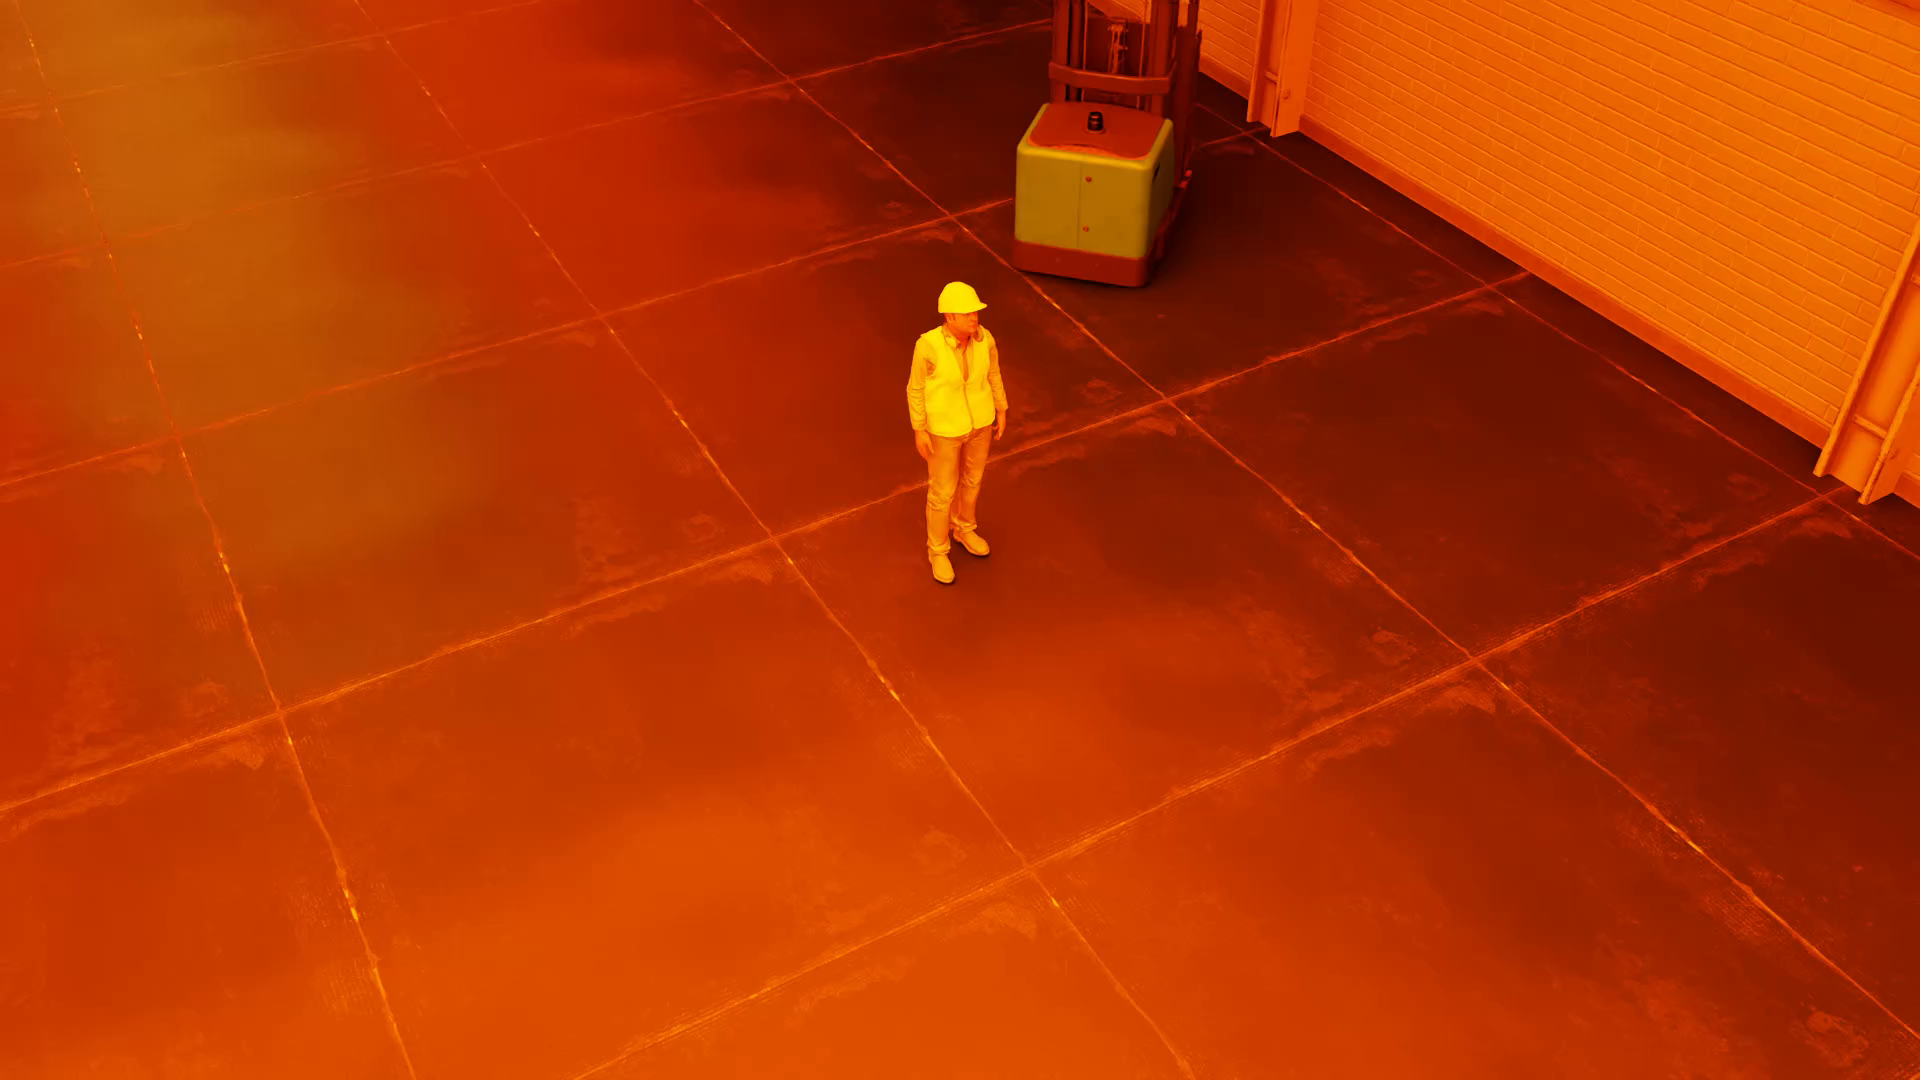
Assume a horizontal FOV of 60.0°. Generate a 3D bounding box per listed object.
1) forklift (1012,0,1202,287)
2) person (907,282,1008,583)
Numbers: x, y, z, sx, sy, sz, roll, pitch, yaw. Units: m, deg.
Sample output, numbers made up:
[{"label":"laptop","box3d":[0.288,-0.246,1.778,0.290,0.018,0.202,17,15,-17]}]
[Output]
[{"label":"forklift","box3d":[1.321,-3.980,12.835,1.130,2.935,3.031,11,41,13]},{"label":"person","box3d":[0.024,-0.651,9.717,0.632,1.773,0.568,-20,44,-23]}]
